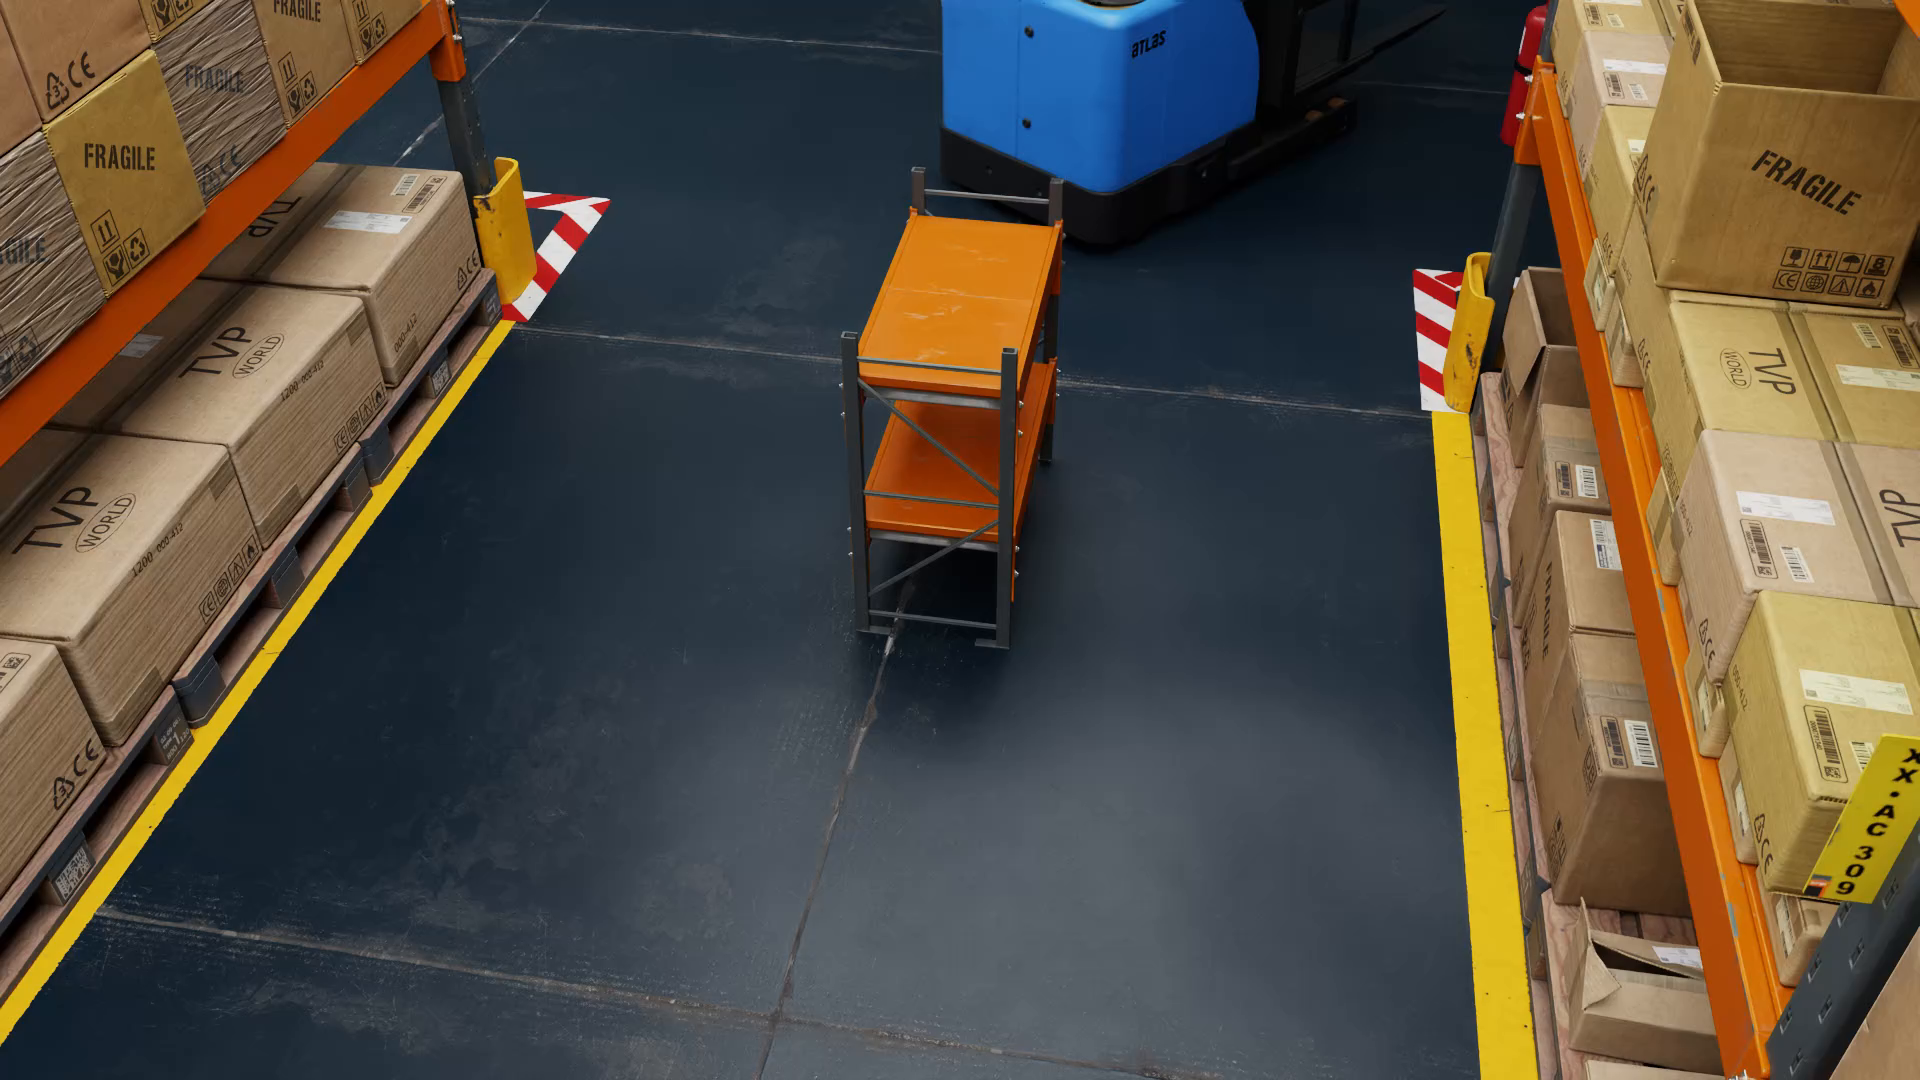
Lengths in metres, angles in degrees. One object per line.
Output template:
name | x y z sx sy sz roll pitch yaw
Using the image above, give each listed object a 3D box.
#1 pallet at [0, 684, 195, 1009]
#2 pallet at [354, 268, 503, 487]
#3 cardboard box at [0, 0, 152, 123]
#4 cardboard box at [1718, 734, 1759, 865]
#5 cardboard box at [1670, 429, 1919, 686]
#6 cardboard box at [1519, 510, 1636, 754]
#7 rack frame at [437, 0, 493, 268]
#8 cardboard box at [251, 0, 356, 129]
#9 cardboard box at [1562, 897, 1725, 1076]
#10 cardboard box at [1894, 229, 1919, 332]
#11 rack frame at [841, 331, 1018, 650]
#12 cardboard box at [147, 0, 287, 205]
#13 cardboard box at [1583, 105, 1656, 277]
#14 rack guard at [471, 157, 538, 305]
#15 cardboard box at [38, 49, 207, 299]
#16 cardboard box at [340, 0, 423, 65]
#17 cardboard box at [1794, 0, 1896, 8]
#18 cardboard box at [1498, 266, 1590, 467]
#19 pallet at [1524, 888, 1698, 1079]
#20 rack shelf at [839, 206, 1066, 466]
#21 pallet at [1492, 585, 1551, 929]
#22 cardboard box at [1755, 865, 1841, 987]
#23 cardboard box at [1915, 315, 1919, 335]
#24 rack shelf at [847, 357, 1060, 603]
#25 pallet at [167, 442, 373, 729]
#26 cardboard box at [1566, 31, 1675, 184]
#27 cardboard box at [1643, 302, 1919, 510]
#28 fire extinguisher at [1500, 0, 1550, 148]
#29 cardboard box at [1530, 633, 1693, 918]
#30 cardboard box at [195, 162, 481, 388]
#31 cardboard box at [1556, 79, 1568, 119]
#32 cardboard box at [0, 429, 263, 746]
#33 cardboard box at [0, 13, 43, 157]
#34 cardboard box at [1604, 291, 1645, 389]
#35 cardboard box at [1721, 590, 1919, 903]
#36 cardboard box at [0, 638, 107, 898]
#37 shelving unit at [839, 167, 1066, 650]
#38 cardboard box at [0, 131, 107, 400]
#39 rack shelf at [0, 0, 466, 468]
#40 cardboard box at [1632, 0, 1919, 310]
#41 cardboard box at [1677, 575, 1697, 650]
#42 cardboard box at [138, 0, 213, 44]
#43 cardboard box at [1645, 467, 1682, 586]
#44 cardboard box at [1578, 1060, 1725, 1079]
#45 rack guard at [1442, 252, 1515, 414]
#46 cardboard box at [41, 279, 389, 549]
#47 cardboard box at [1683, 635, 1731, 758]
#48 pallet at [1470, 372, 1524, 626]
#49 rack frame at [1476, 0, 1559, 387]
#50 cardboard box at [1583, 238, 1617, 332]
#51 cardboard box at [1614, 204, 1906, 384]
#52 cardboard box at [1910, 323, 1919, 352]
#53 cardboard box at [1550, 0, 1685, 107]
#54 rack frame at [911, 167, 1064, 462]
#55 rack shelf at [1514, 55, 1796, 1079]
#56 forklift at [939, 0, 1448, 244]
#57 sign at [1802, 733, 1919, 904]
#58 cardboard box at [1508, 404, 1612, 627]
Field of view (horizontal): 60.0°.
pallet | -2.899 0.832 4.577 1.003 0.211 1.213 6 40 8
pallet | -2.476 -0.699 6.430 1.003 0.211 1.213 6 40 8
cardboard box | -2.503 -1.422 4.253 0.500 0.500 0.500 6 40 7
cardboard box | 1.612 0.474 3.019 0.380 0.149 0.250 7 40 9
cardboard box | 1.702 0.052 3.217 0.500 0.250 0.500 7 40 8
cardboard box | 1.899 0.289 4.679 0.500 0.500 0.500 7 40 8
rack frame | -2.415 -2.284 6.158 1.000 3.000 0.127 6 40 8
cardboard box | -2.340 -1.677 5.346 0.500 0.500 0.500 6 40 7
cardboard box | 1.651 1.057 3.933 0.396 0.266 0.258 8 40 9
cardboard box | 2.385 -0.516 3.904 0.500 0.250 0.500 6 40 8
rack frame | -0.087 -0.119 5.011 0.500 1.125 0.032 6 40 8
cardboard box | -2.419 -1.353 4.954 0.500 0.500 0.500 7 40 9
cardboard box | 1.959 -0.906 4.376 0.500 0.250 0.500 6 40 7
rack guard | -2.411 -1.336 6.973 1.175 0.500 0.348 6 40 8
cardboard box | -2.496 -1.028 4.561 0.500 0.500 0.500 8 40 9
cardboard box | -2.238 -1.991 5.725 0.500 0.500 0.500 7 40 8
cardboard box | 2.656 -1.478 5.068 0.500 0.250 0.500 7 40 9
cardboard box | 2.275 -0.565 5.709 0.797 0.503 0.637 5 40 6
pallet | 1.902 1.415 3.873 1.003 0.211 1.213 6 40 8
rack shelf | 0.001 -0.663 5.210 0.538 0.278 1.000 6 40 8
pallet | 2.111 0.647 4.802 1.003 0.211 1.213 6 40 8
cardboard box | 1.588 0.640 2.819 0.380 0.149 0.250 7 40 8
cardboard box | 2.302 -0.480 3.272 0.500 0.500 0.500 5 40 6
rack shelf | 0.001 -0.249 5.553 0.538 0.278 1.000 6 40 8
pallet | -2.690 0.065 5.506 1.003 0.211 1.213 6 40 8
cardboard box | 2.043 -1.224 4.761 0.500 0.250 0.500 7 40 8
cardboard box | 1.801 -0.260 3.594 0.500 0.250 0.500 6 40 7
fire extinguisher | 2.044 -1.709 5.816 0.296 0.674 0.183 6 40 8
cardboard box | 1.909 0.620 4.279 0.700 0.500 0.500 5 40 6
cardboard box | -2.431 -1.033 6.327 0.875 0.438 0.875 5 40 6
cardboard box | 2.147 -1.466 5.366 0.380 0.149 0.250 6 40 7
cardboard box | -2.739 0.108 4.947 0.875 0.438 0.875 5 40 6
cardboard box | -2.593 -1.106 3.871 0.500 0.500 0.500 7 40 9
cardboard box | 1.850 -0.496 4.193 0.380 0.149 0.250 7 40 9
cardboard box | 1.630 0.368 2.835 0.500 0.250 0.500 7 40 9
cardboard box | -2.893 0.670 4.267 0.875 0.438 0.875 6 40 7
shelving unit | 0.001 -0.438 5.397 0.538 1.125 1.048 6 40 8
cardboard box | -2.585 -0.705 4.170 0.500 0.500 0.500 7 40 8
rack shelf | -2.761 -0.752 4.869 1.077 0.370 4.000 6 40 8
cardboard box | 1.871 -0.888 3.766 0.500 0.500 0.500 7 40 9
cardboard box | 1.705 0.147 3.415 0.380 0.149 0.250 7 40 9
cardboard box | -2.414 -1.738 4.635 0.500 0.500 0.500 6 40 7
cardboard box | 1.722 -0.016 3.613 0.380 0.149 0.250 6 40 7
cardboard box | 1.589 1.326 3.700 0.380 0.149 0.250 5 40 6
rack guard | 2.461 -0.728 6.238 1.175 0.500 0.348 6 40 8
cardboard box | -2.581 -0.458 5.631 0.875 0.438 0.875 7 40 9
cardboard box | 1.633 0.309 3.220 0.380 0.149 0.250 7 40 9
pallet | 2.324 -0.116 5.725 1.003 0.211 1.213 6 40 8
rack frame | 2.474 -1.739 5.499 1.000 3.000 0.127 6 40 8
cardboard box | 1.875 -0.663 4.395 0.380 0.149 0.250 5 40 6
cardboard box | 1.891 -0.583 3.985 0.500 0.250 0.500 5 40 7
cardboard box | 2.305 -0.206 3.529 0.500 0.250 0.500 7 40 9
cardboard box | 2.130 -1.541 5.144 0.500 0.250 0.500 7 40 8
rack frame | 0.089 -0.757 5.783 0.500 1.125 0.032 6 40 8
rack shelf | 2.128 -0.207 4.210 1.077 0.370 4.000 6 40 8
forklift | 1.294 -3.245 7.375 1.130 2.935 3.031 32 49 33
sign | 1.246 0.383 2.254 0.100 0.325 0.005 6 40 8
cardboard box | 2.089 -0.032 5.067 0.700 0.500 0.500 8 40 9
